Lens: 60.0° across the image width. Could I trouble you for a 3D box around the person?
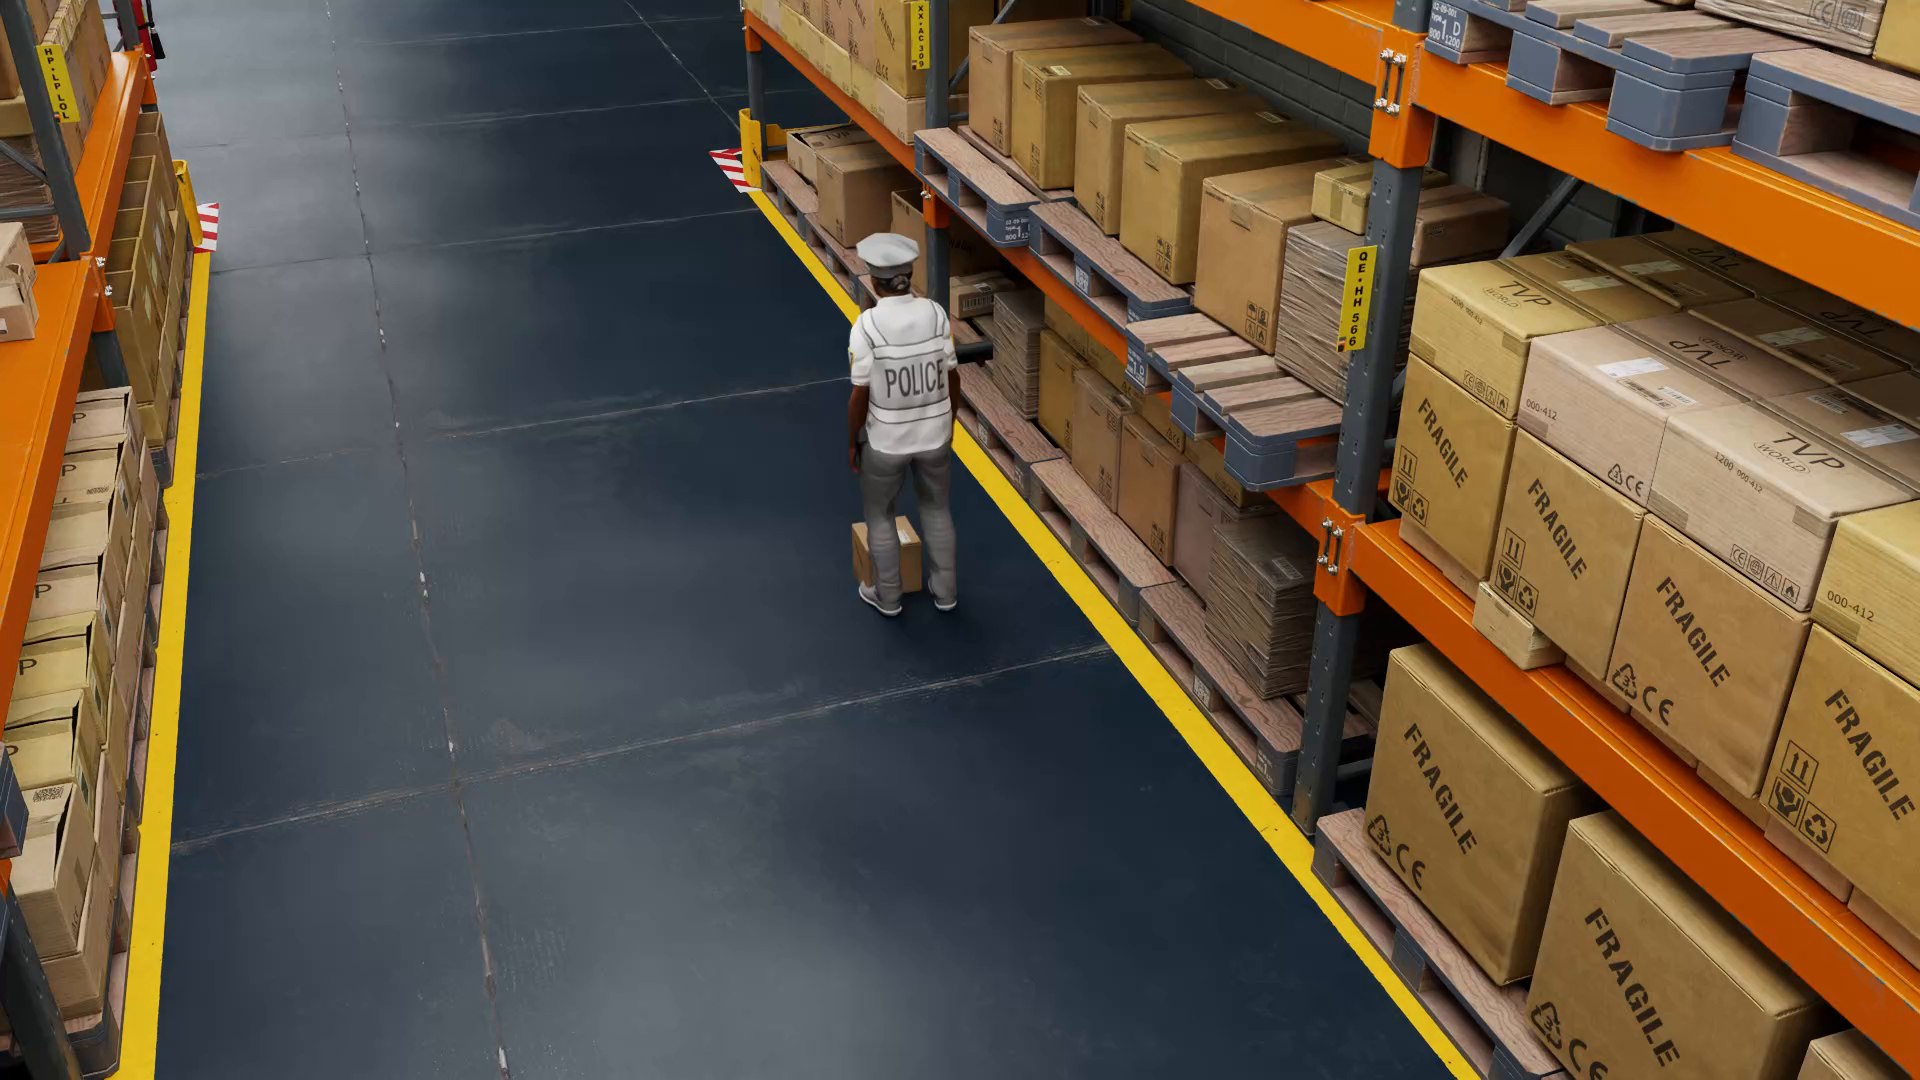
[{"bbox_3d":[-0.233,-0.432,6.879,0.510,1.657,0.425,-12,32,-19],"label":"person"}]
